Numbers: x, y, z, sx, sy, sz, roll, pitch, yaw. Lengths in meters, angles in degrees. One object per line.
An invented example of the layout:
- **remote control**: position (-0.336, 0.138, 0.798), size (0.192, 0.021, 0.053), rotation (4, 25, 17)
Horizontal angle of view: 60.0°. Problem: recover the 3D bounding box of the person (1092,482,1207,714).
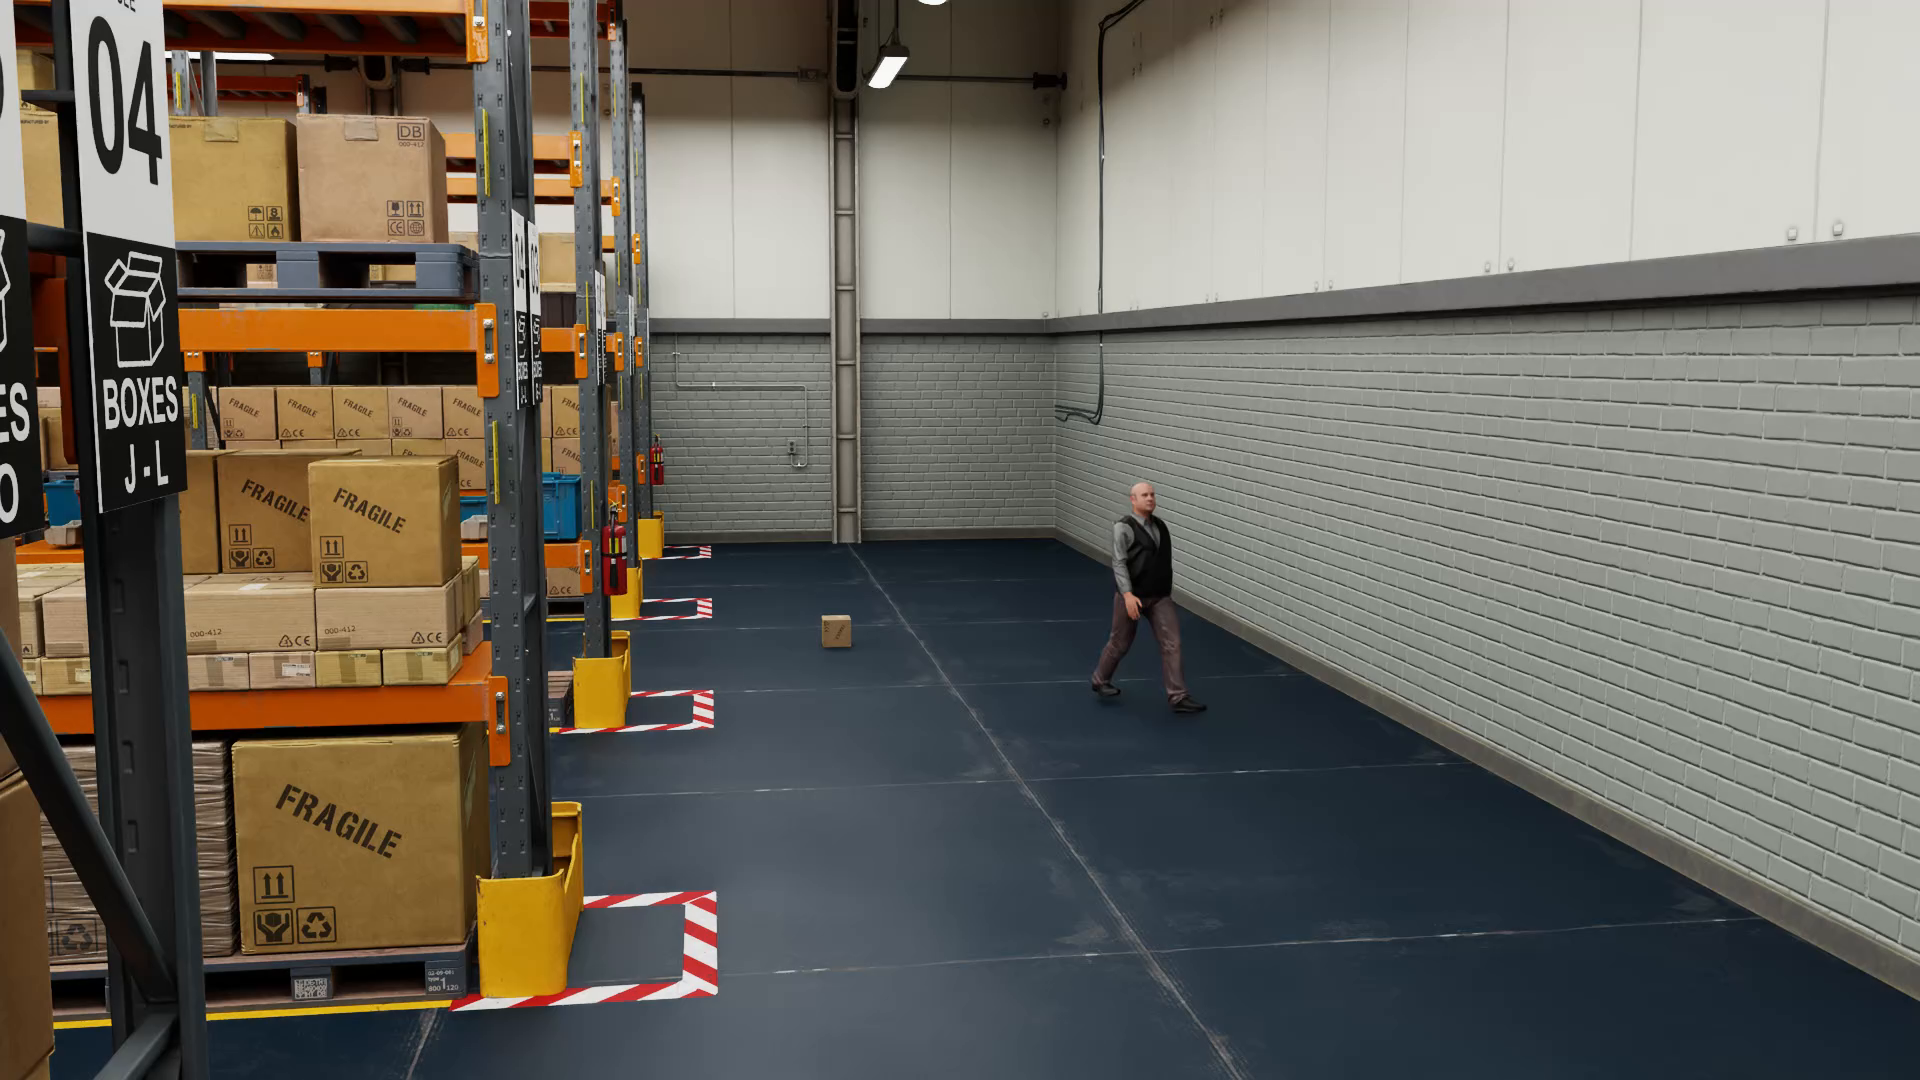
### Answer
- **person**: position (1.362, 0.417, 12.183), size (0.563, 1.669, 1.067), rotation (-3, 7, -28)
